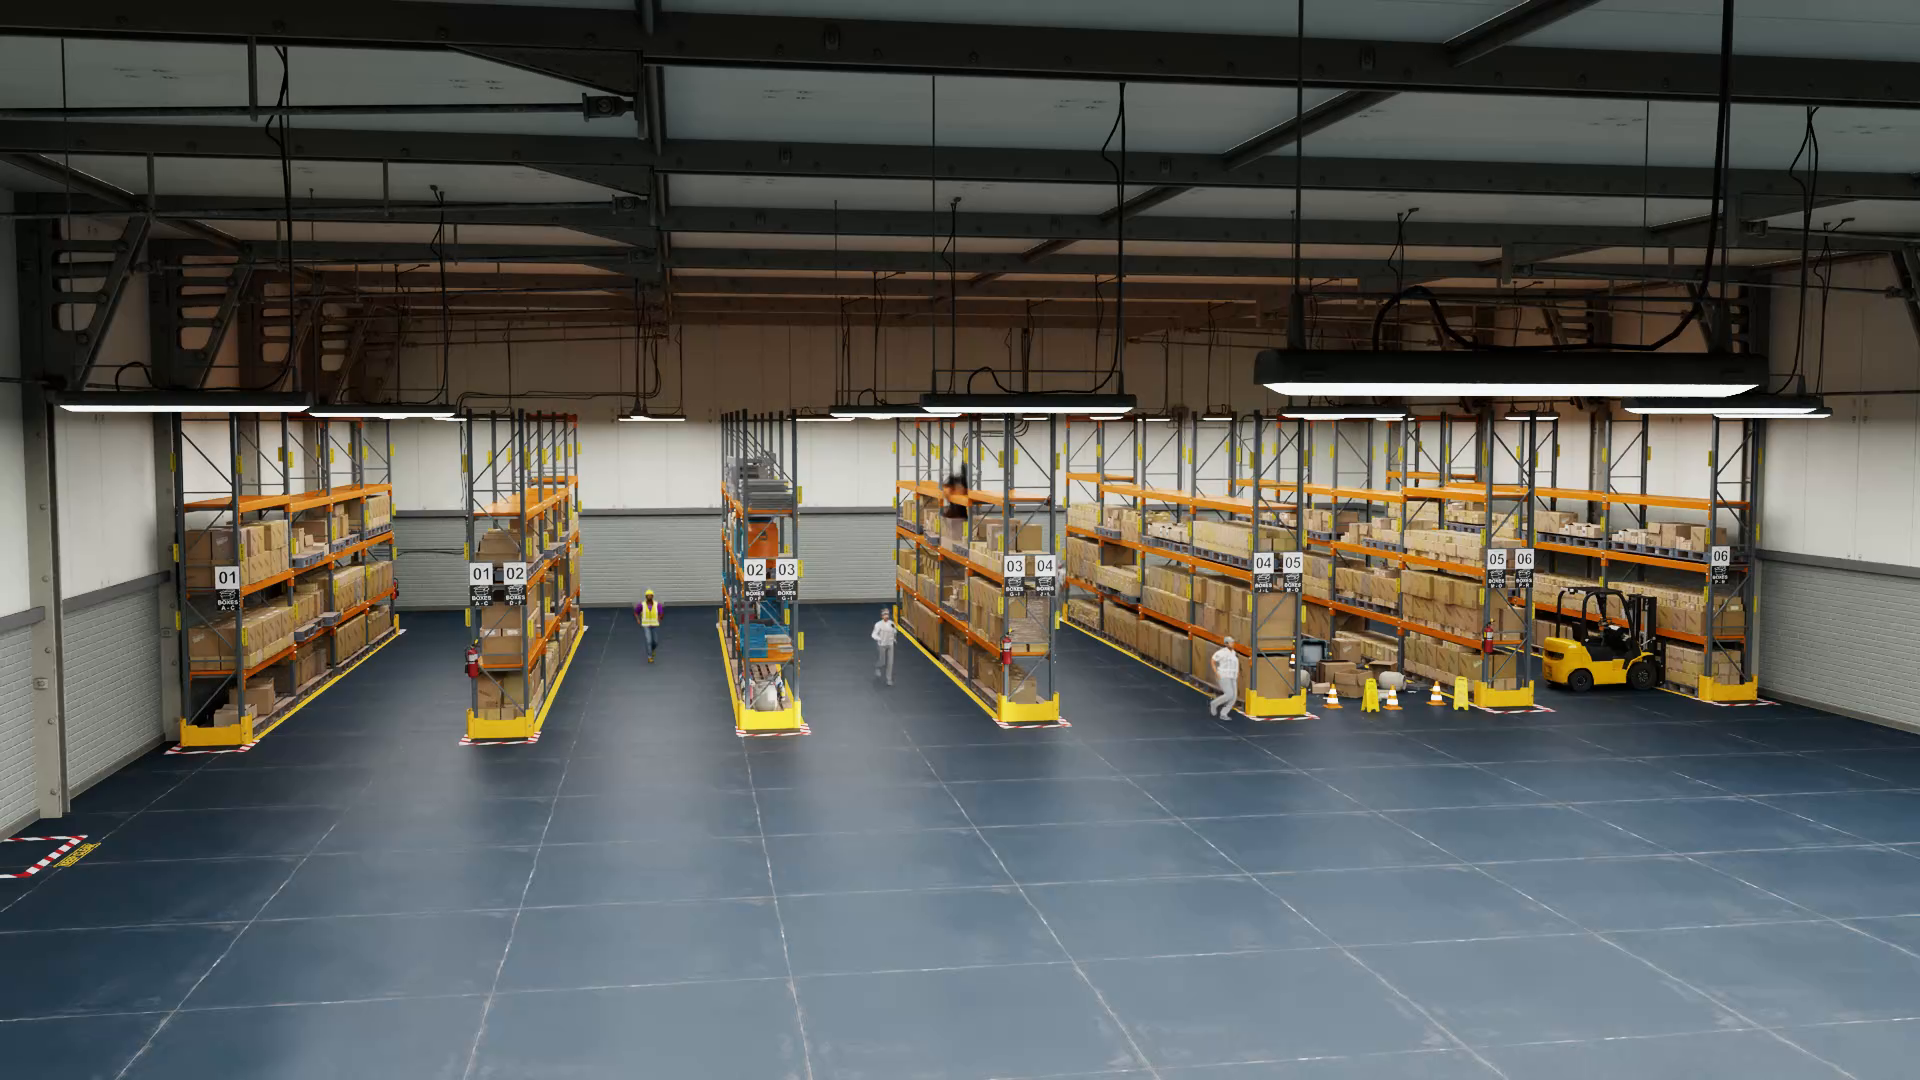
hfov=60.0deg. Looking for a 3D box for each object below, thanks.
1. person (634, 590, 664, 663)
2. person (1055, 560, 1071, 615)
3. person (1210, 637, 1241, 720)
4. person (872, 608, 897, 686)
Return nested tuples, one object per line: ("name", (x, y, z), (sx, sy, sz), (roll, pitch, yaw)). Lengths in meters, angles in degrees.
("person", (-7.467, 2.070, 40.001), (0.711, 1.733, 0.795), (-1, 4, -19))
("person", (3.043, 1.440, 49.762), (0.610, 1.679, 0.613), (-1, 4, -11))
("person", (5.198, 2.679, 32.226), (0.656, 1.603, 0.521), (-4, 6, -45))
("person", (-1.628, 2.326, 36.532), (0.618, 1.669, 0.890), (-2, 4, -22))
